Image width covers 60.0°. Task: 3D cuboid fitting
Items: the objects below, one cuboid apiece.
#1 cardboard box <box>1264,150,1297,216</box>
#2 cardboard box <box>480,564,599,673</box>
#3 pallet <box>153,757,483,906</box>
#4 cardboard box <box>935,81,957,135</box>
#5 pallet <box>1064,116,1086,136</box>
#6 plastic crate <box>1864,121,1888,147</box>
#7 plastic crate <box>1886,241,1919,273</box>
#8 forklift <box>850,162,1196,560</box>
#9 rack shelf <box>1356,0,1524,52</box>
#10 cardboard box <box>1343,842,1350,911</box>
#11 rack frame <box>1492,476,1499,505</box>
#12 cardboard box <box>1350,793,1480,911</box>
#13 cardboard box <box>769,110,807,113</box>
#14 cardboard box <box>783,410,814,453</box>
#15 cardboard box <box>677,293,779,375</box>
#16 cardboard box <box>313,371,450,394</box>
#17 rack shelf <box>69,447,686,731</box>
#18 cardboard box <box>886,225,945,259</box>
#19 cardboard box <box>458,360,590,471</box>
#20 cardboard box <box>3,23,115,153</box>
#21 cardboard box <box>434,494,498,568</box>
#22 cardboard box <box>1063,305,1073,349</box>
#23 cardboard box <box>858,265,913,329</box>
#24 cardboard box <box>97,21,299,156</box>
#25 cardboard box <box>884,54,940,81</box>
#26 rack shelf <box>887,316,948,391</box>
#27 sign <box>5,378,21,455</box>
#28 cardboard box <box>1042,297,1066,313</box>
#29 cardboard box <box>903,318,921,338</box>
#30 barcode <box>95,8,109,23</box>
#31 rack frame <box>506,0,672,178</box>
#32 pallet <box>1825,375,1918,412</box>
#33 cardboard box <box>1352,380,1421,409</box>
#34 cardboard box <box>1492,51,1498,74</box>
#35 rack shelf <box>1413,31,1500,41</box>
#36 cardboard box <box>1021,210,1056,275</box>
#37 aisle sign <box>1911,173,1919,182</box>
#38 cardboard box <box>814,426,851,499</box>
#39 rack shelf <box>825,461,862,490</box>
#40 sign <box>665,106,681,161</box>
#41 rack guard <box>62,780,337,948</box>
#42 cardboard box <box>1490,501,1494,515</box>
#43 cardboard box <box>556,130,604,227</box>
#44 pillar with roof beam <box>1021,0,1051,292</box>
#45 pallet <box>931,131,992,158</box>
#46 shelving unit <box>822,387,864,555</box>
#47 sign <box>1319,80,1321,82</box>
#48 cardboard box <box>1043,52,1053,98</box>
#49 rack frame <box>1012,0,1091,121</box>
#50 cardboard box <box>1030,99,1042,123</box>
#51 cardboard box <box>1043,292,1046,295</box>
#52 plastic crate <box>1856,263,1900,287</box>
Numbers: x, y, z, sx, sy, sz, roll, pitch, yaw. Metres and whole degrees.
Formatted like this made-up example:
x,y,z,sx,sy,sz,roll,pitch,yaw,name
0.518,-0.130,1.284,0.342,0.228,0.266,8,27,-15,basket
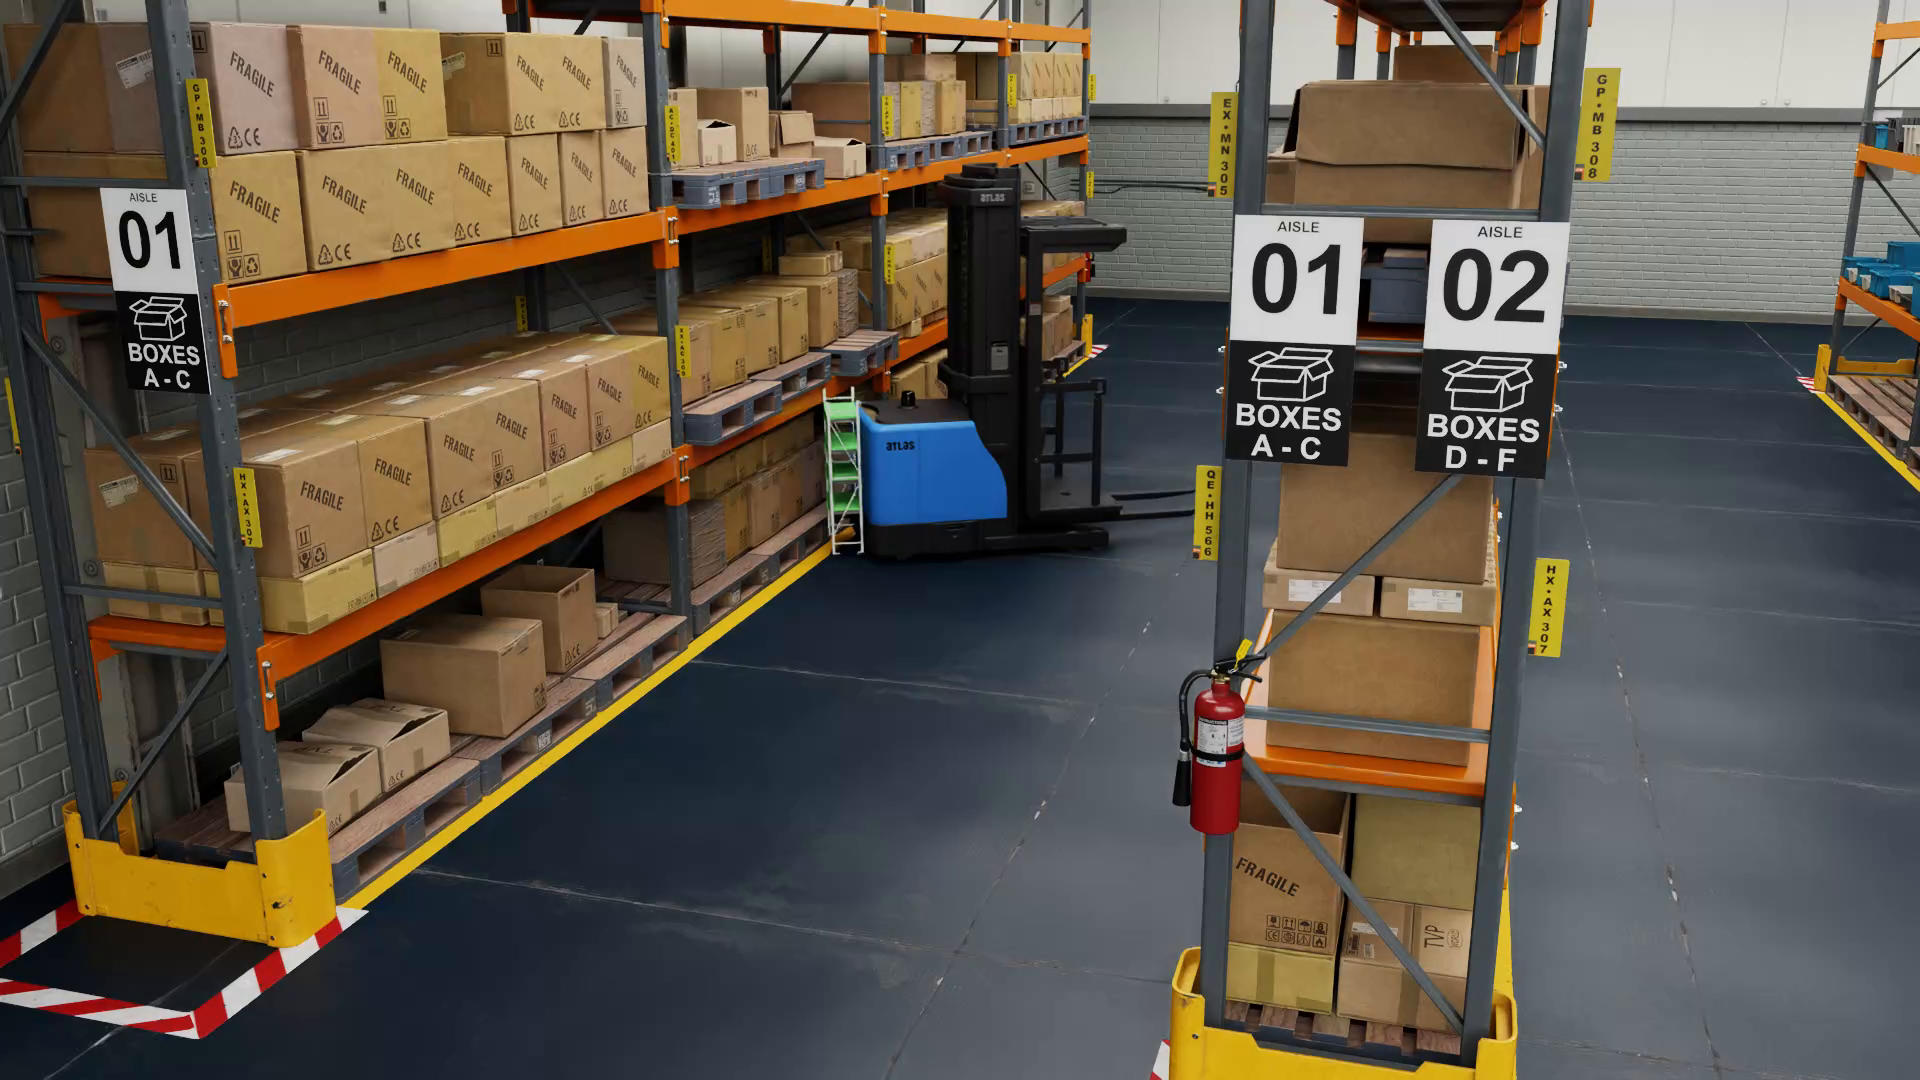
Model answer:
x,y,z,sx,sy,sz,roll,pitch,yaw,name
1.430,-1.334,6.288,0.500,0.250,0.500,5,16,16,cardboard box
-2.514,0.464,9.973,0.500,0.500,0.500,3,16,12,cardboard box
-3.108,1.356,8.161,1.003,0.211,1.213,5,16,16,pallet
-0.436,-4.225,16.243,0.700,0.500,0.500,4,16,15,cardboard box
0.952,-5.147,20.644,1.003,0.211,1.213,5,16,16,pallet
10.274,-4.474,18.349,0.497,0.269,0.590,5,16,16,plastic crate
10.735,-3.117,18.647,0.616,0.435,0.499,5,16,16,plastic crate
0.683,-1.449,13.067,3.031,2.935,1.130,-4,16,-13,forklift
3.061,-3.290,10.488,1.077,0.370,4.000,5,16,16,rack shelf
1.356,1.453,6.977,0.500,0.250,0.500,5,16,16,cardboard box
2.493,-0.419,9.309,1.000,3.000,0.127,5,16,16,rack frame
1.862,1.134,6.731,0.500,0.500,0.500,5,16,16,cardboard box
-1.546,-3.179,13.323,0.500,0.500,0.500,5,16,16,cardboard box
-1.498,-0.882,13.341,0.500,0.250,0.500,5,17,17,cardboard box
-1.758,-1.513,12.176,0.700,0.500,0.500,7,17,24,cardboard box
-3.026,-0.592,8.783,0.500,0.500,0.500,5,17,17,cardboard box
-2.826,0.067,8.913,1.077,0.370,4.000,5,16,16,rack shelf
-0.455,-2.781,15.497,0.500,0.250,0.500,5,17,16,cardboard box
-2.385,-0.691,9.131,0.500,0.500,0.500,4,16,14,cardboard box
-3.523,-1.870,6.877,0.500,0.500,0.500,5,17,18,cardboard box
-2.667,-0.066,8.302,0.500,0.250,0.500,4,16,15,cardboard box
1.049,-2.750,21.339,0.700,0.500,0.500,5,16,16,cardboard box
-0.738,-2.157,14.671,0.500,0.500,0.500,5,17,18,cardboard box
-3.052,-1.819,6.697,0.500,0.500,0.500,3,16,12,cardboard box
-0.503,-4.593,16.165,0.500,0.250,0.500,4,16,14,cardboard box
-0.553,-2.026,16.292,1.077,0.370,4.000,5,16,16,rack shelf
-3.921,-0.513,6.939,0.100,0.325,0.005,5,16,16,sign
1.116,-2.947,20.847,0.380,0.149,0.250,5,17,17,cardboard box
-0.569,-1.934,15.073,0.380,0.149,0.250,5,17,18,cardboard box
-3.672,-2.241,7.121,0.001,0.075,0.075,5,16,16,barcode
-2.258,-3.688,9.841,1.000,3.000,0.127,5,16,16,rack frame
10.379,-1.619,18.650,1.003,0.211,1.213,5,16,16,pallet
1.660,-0.318,6.391,0.700,0.500,0.500,4,16,14,cardboard box
5.146,-4.734,17.010,0.700,0.500,0.500,5,16,16,cardboard box
5.335,-5.574,17.813,1.077,0.370,4.000,5,16,16,rack shelf
0.595,-3.562,19.840,0.980,0.700,0.700,4,16,13,cardboard box
10.952,-4.420,18.651,0.394,0.787,0.004,5,16,16,aisle sign
-1.276,-0.665,13.952,0.700,0.500,0.500,5,17,17,cardboard box
-0.903,-0.479,12.888,0.258,0.148,0.480,-3,18,-7,rack shelf
-1.735,-2.454,10.039,0.100,0.325,0.005,5,16,16,sign
-3.373,1.427,7.382,1.175,0.500,0.348,5,16,16,rack guard
1.966,-0.089,6.773,0.380,0.149,0.250,4,16,14,cardboard box
-2.320,-2.020,9.238,0.500,0.500,0.500,3,16,11,cardboard box
5.218,-7.267,22.460,9.100,9.000,0.400,5,16,16,pillar with roof beam
-0.198,-4.002,16.797,0.805,0.209,1.217,4,16,14,pallet
-0.904,-0.540,12.869,0.258,1.200,0.503,-3,18,-7,shelving unit
1.970,-2.302,8.926,0.100,0.325,0.005,5,16,16,sign
0.762,-5.306,18.991,0.500,0.500,0.500,5,17,16,cardboard box
1.152,-6.828,20.910,1.000,3.000,0.127,5,16,16,rack frame
0.623,-4.809,18.611,0.500,0.250,0.500,4,16,15,cardboard box
0.893,-3.110,21.421,0.380,0.149,0.250,5,17,16,cardboard box
10.078,-2.910,18.290,0.416,0.233,0.300,5,16,16,plastic crate
